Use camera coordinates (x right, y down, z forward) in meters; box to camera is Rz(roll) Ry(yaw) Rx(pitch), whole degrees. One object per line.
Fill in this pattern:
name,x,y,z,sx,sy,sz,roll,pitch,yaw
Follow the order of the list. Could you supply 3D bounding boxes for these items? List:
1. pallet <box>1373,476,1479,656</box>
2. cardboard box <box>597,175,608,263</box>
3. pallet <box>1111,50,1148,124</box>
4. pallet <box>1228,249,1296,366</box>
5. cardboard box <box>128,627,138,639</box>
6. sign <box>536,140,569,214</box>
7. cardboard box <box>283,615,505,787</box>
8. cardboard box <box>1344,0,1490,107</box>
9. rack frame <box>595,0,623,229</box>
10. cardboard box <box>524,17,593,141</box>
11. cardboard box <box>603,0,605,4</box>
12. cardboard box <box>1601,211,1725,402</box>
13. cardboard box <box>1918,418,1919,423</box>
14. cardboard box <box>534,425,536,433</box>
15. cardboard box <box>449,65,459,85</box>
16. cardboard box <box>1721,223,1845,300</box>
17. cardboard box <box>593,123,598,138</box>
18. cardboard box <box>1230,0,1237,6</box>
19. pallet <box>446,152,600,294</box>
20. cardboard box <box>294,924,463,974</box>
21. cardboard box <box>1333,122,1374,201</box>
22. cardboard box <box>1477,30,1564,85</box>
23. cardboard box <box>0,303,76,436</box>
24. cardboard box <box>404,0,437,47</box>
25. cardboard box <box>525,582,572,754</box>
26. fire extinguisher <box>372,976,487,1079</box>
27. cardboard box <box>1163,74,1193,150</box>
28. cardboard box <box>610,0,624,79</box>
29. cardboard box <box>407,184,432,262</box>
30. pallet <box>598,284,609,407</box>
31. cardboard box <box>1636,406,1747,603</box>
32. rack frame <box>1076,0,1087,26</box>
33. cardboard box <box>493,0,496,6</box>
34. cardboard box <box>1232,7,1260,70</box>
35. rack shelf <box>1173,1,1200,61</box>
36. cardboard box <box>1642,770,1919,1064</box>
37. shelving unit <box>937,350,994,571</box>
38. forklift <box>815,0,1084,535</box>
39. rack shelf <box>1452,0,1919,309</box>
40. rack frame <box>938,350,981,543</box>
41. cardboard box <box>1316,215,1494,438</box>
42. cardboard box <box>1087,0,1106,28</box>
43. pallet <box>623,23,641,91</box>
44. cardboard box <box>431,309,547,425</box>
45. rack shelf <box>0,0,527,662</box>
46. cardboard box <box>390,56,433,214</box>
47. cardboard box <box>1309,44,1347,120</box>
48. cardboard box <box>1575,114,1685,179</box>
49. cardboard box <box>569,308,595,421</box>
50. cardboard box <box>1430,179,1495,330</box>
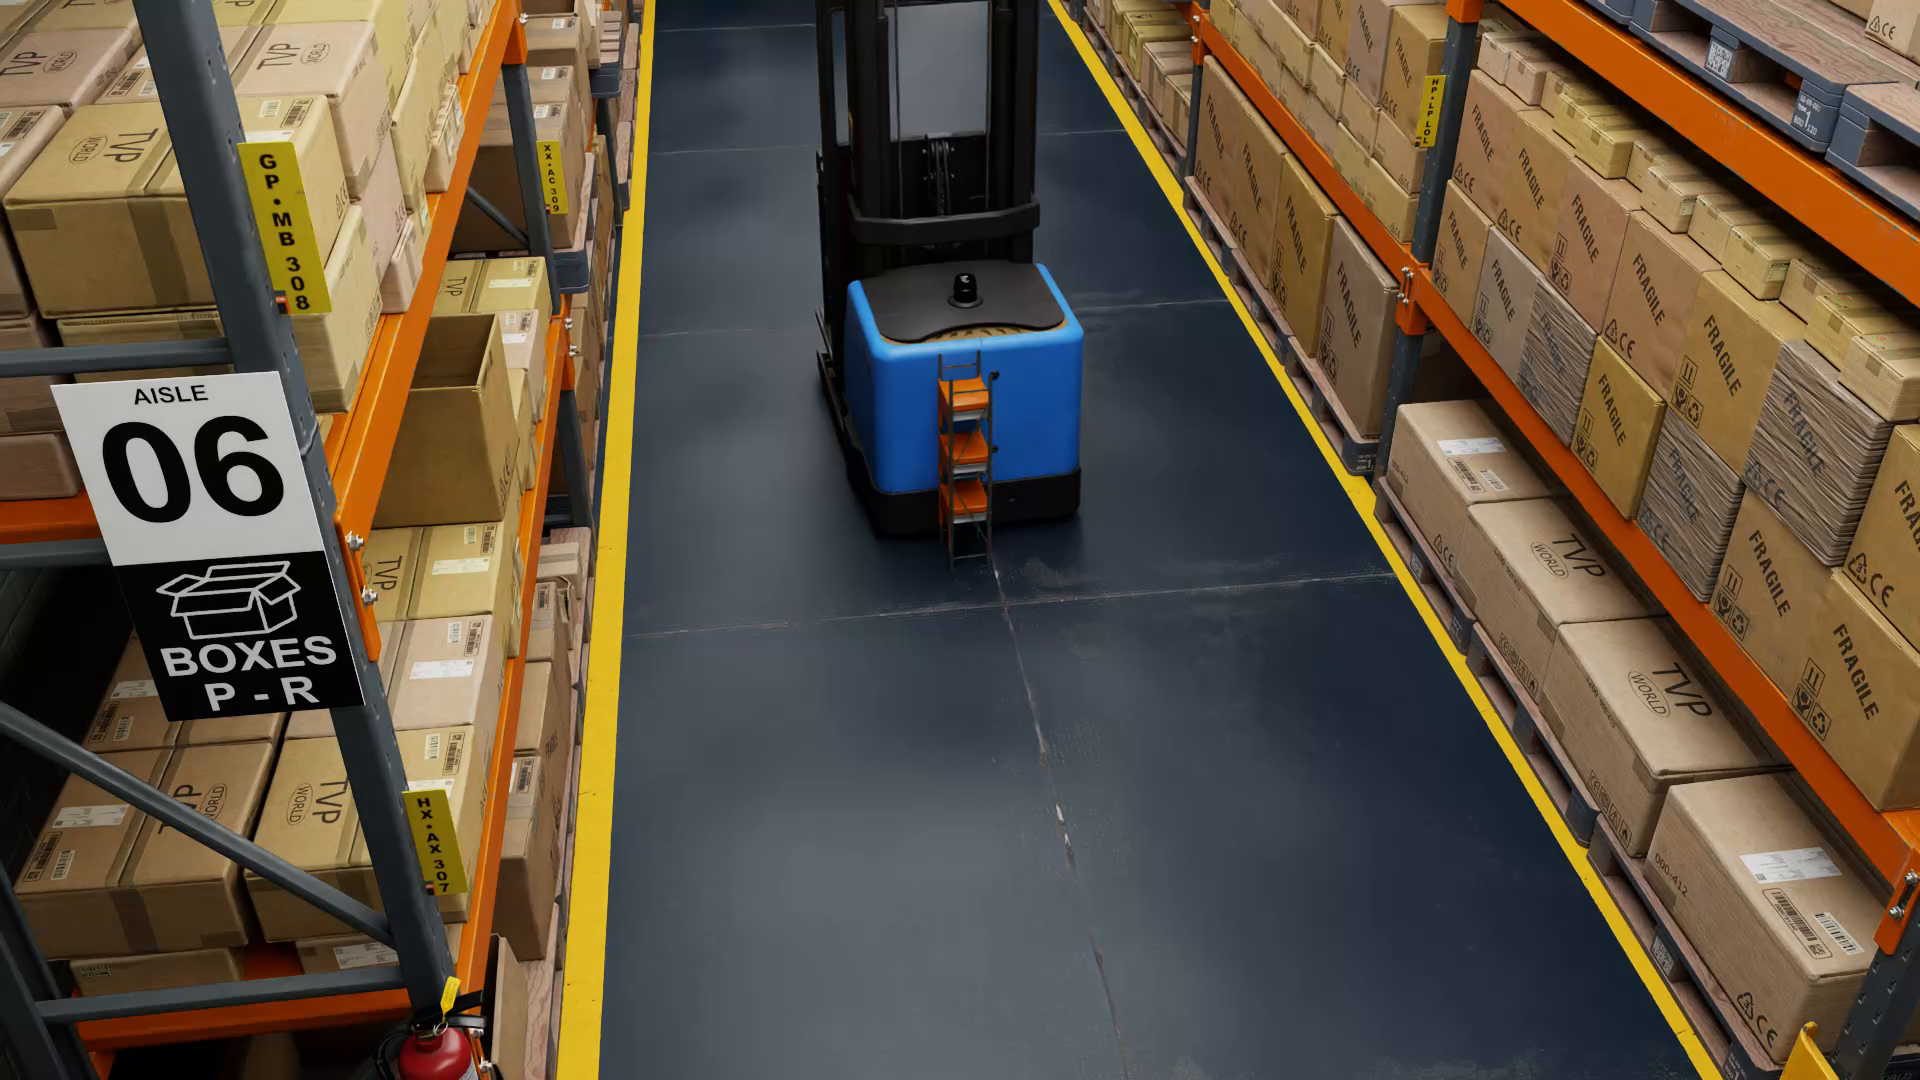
pallet,2.667,0.065,7.968,1.003,0.211,1.213,-4,35,-6
cardboard box,-2.487,-2.013,10.387,0.500,0.500,0.500,-5,35,-7
pallet,1.840,-3.713,13.511,1.003,0.211,1.213,-4,35,-6
pallet,2.297,-1.473,10.224,1.003,0.211,1.213,-4,35,-6
cardboard box,-2.192,0.230,5.118,0.500,0.250,0.500,-3,34,-5
sign,-1.739,-1.543,7.082,0.100,0.325,0.005,-4,35,-6
cardboard box,-1.600,0.476,4.756,0.500,0.250,0.500,-4,34,-6
cardboard box,2.257,-2.491,8.265,0.500,0.500,0.500,-4,34,-5
rack frame,-2.813,-3.372,10.534,1.000,3.000,0.127,-4,35,-6
cardboard box,-2.294,-2.369,8.600,0.700,0.500,0.500,-5,35,-7
cardboard box,-2.694,-3.857,11.379,0.500,0.250,0.500,-5,35,-7
cardboard box,2.651,-0.838,5.839,0.500,0.500,0.500,-5,35,-7
cardboard box,2.876,-0.333,4.523,0.380,0.149,0.250,-4,34,-5
cardboard box,-1.858,-0.442,6.458,0.380,0.149,0.250,-4,34,-5
cardboard box,-1.842,-1.521,5.378,0.380,0.149,0.250,-3,34,-5
cardboard box,2.708,-0.901,5.356,0.380,0.149,0.250,-4,34,-5
cardboard box,-2.496,-2.524,10.561,0.380,0.149,0.250,-6,35,-9
cardboard box,1.928,-3.593,10.548,0.500,0.250,0.500,-5,35,-7
pallet,-2.275,-1.515,7.980,1.003,0.211,1.213,-4,35,-6
cardboard box,-1.510,0.992,4.354,0.380,0.149,0.250,-5,35,-7
cardboard box,2.265,-1.971,8.612,0.500,0.250,0.500,-5,35,-7
cardboard box,2.428,-2.045,7.034,0.380,0.149,0.250,-5,35,-7
cardboard box,-2.067,-0.436,3.431,0.500,0.250,0.500,-5,35,-7
cardboard box,-1.758,-1.530,4.592,0.500,0.250,0.500,-3,34,-5
cardboard box,-1.942,0.544,6.635,0.700,0.500,0.500,-6,35,-8
fire extinguisher,-1.260,1.325,4.041,0.296,0.674,0.183,-4,35,-6
cardboard box,2.039,-3.154,12.175,0.950,0.372,0.625,-7,35,-10
cardboard box,-3.173,-4.072,13.298,0.875,0.625,0.625,-5,35,-7
cardboard box,-1.603,-0.820,4.349,0.380,0.149,0.250,-4,35,-7
pallet,-2.590,-1.121,9.707,1.003,0.211,1.213,-4,35,-6
cardboard box,2.722,-0.144,5.708,0.500,0.500,0.500,-3,34,-5
rack frame,1.567,-5.982,14.364,1.000,3.000,0.127,-4,35,-6
cardboard box,-1.934,-2.097,6.223,0.380,0.149,0.250,-5,35,-7
cardboard box,2.008,-3.111,10.284,0.500,0.250,0.500,-5,35,-8
rack shelf,1.836,-4.569,12.929,1.077,0.370,4.000,-4,35,-6
cardboard box,2.993,1.239,5.671,0.875,0.438,0.875,-5,35,-8
shelving unit,0.024,-0.363,7.851,0.215,1.050,0.252,-7,35,-10
forklift,-0.207,-2.060,8.670,1.130,2.935,3.031,-7,35,-10
rack shelf,2.912,-1.344,5.534,1.077,0.370,4.000,-4,35,-6
rack frame,-0.002,-0.430,7.949,0.200,1.050,0.008,-7,35,-10
cardboard box,2.480,-1.153,8.793,0.875,0.875,0.875,-3,34,-5
cardboard box,1.640,-4.777,14.557,0.950,0.372,0.625,-4,34,-6
pallet,-3.214,-4.044,13.996,1.003,0.211,1.213,-4,35,-6
cardboard box,-1.883,-0.657,6.419,0.500,0.250,0.500,-4,35,-6
rack shelf,-2.006,-0.966,4.979,1.077,0.370,4.000,-4,35,-6
cardboard box,-1.672,-1.045,4.325,0.500,0.250,0.500,-5,35,-8
cardboard box,2.192,-2.457,8.881,0.500,0.250,0.500,-4,34,-5
cardboard box,2.534,-1.470,6.190,0.380,0.149,0.250,-5,35,-8
cardboard box,-2.199,-0.864,8.701,0.500,0.500,0.500,-5,35,-7
cardboard box,2.446,-1.277,7.372,0.500,0.500,0.500,-3,34,-5
